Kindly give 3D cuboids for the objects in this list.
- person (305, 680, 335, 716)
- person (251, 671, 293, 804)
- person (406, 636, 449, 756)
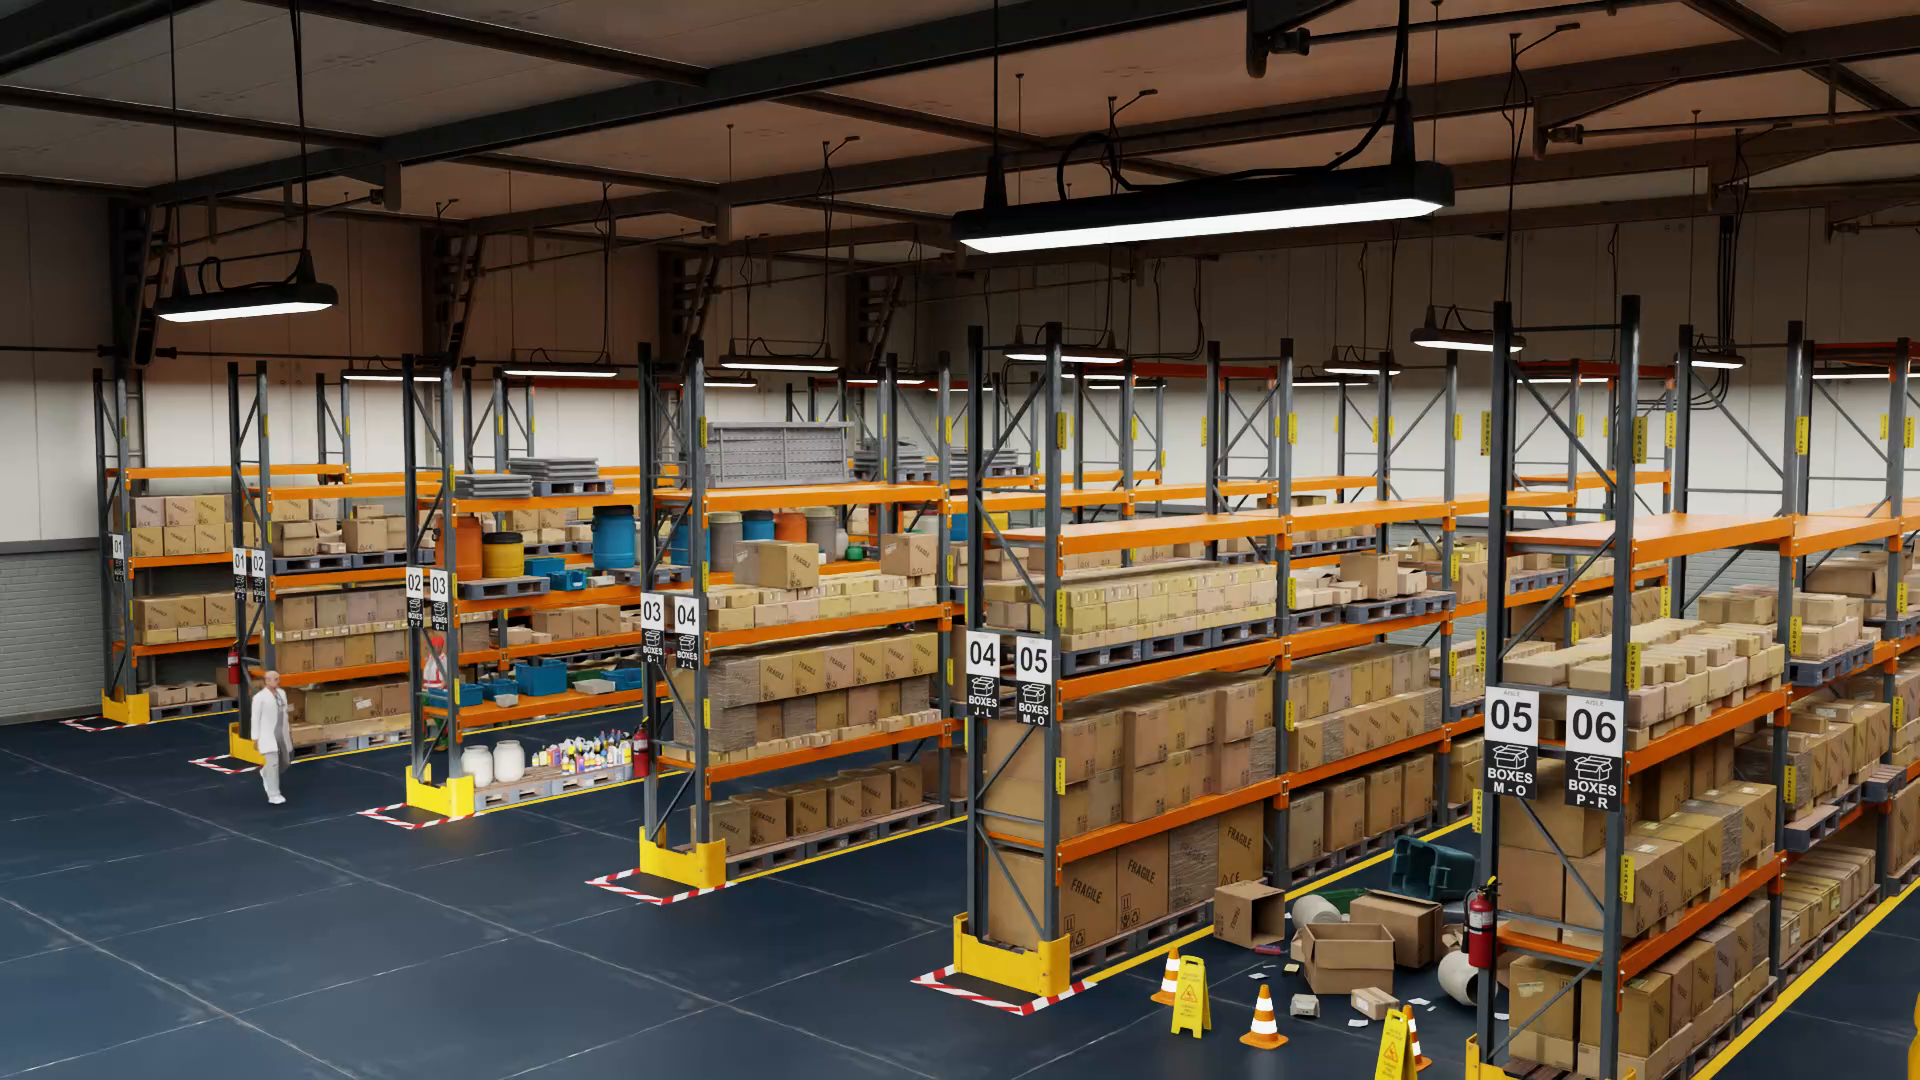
[{"bbox_3d":[-10.951,2.238,28.477,0.500,1.610,1.019,1,4,10],"label":"person"},{"bbox_3d":[-9.305,2.627,22.383,0.882,1.754,0.571,3,5,36],"label":"person"},{"bbox_3d":[-8.174,2.400,25.586,0.563,1.805,0.669,2,5,25],"label":"person"}]
